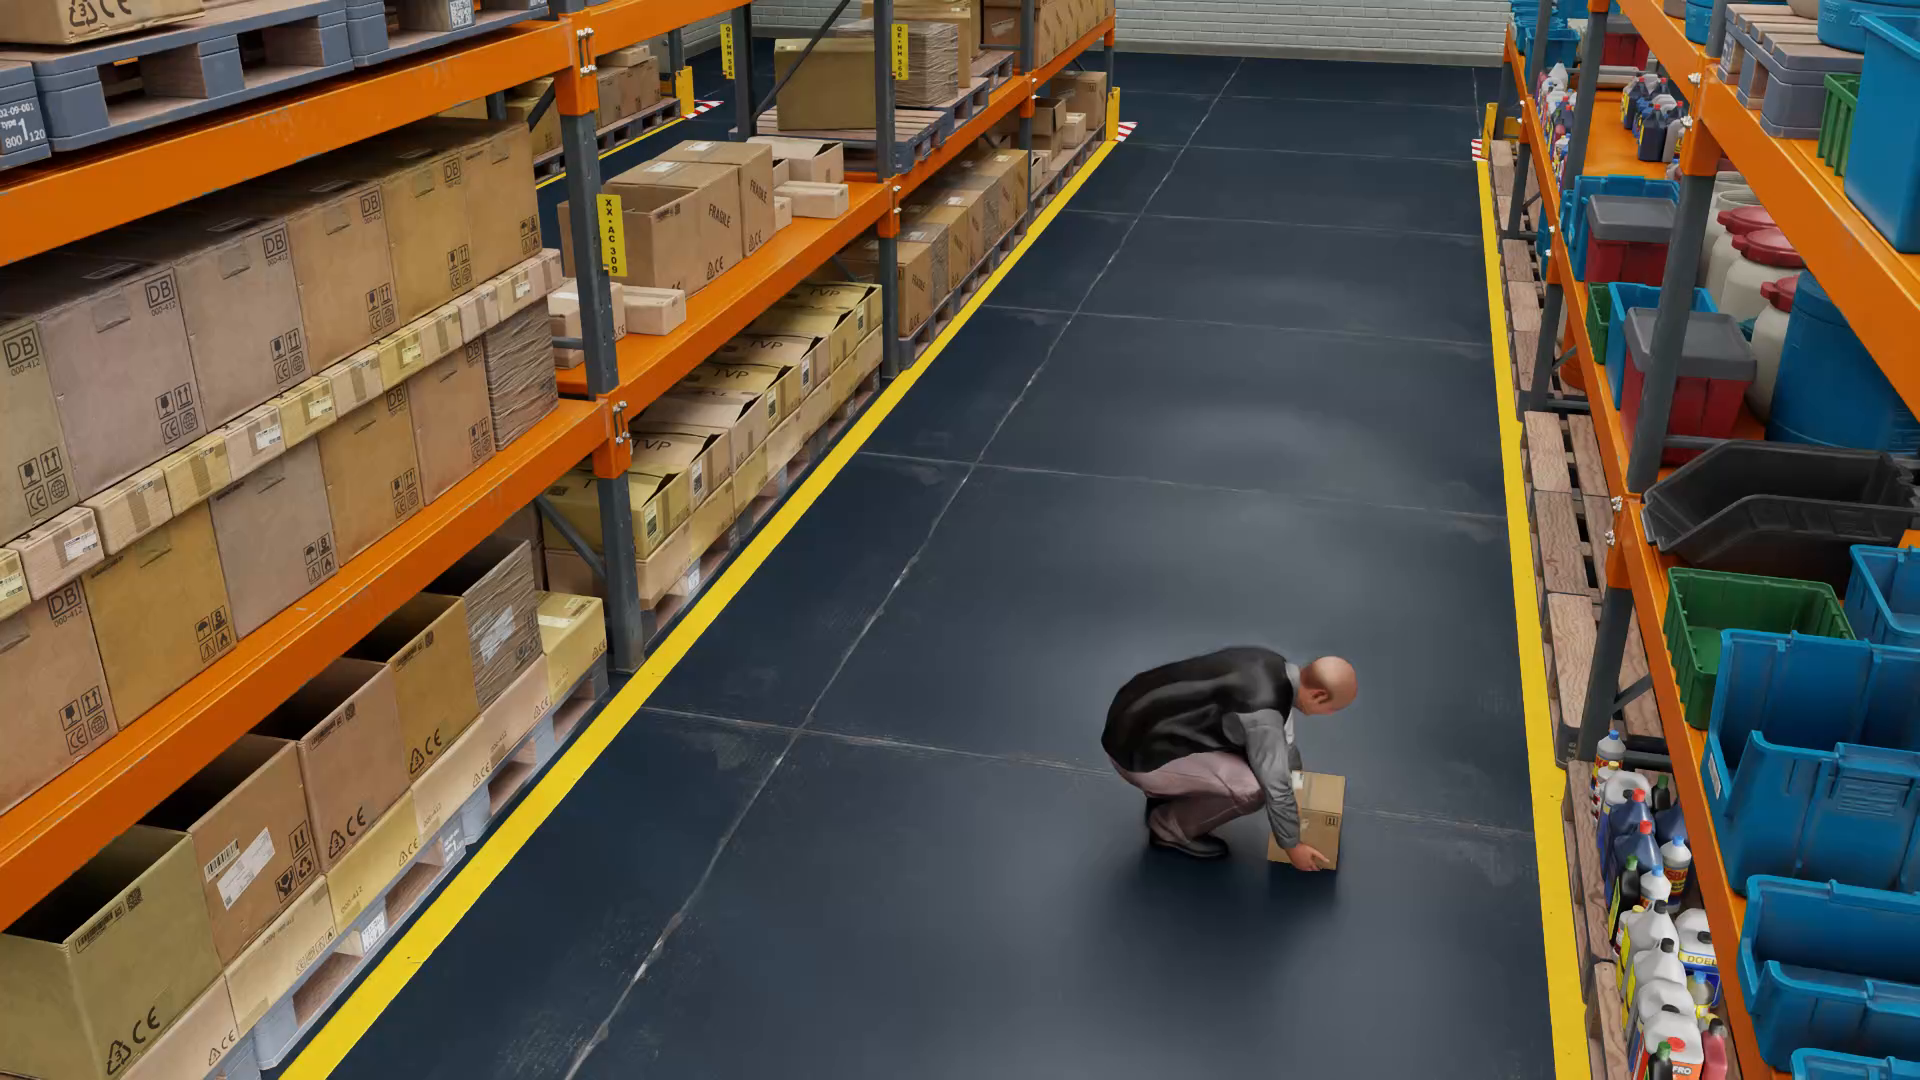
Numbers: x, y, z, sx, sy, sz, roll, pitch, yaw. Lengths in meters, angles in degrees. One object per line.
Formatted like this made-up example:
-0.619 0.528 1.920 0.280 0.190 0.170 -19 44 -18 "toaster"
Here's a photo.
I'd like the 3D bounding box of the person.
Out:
0.980 0.783 6.152 0.897 0.830 0.520 6 26 13 "person"
